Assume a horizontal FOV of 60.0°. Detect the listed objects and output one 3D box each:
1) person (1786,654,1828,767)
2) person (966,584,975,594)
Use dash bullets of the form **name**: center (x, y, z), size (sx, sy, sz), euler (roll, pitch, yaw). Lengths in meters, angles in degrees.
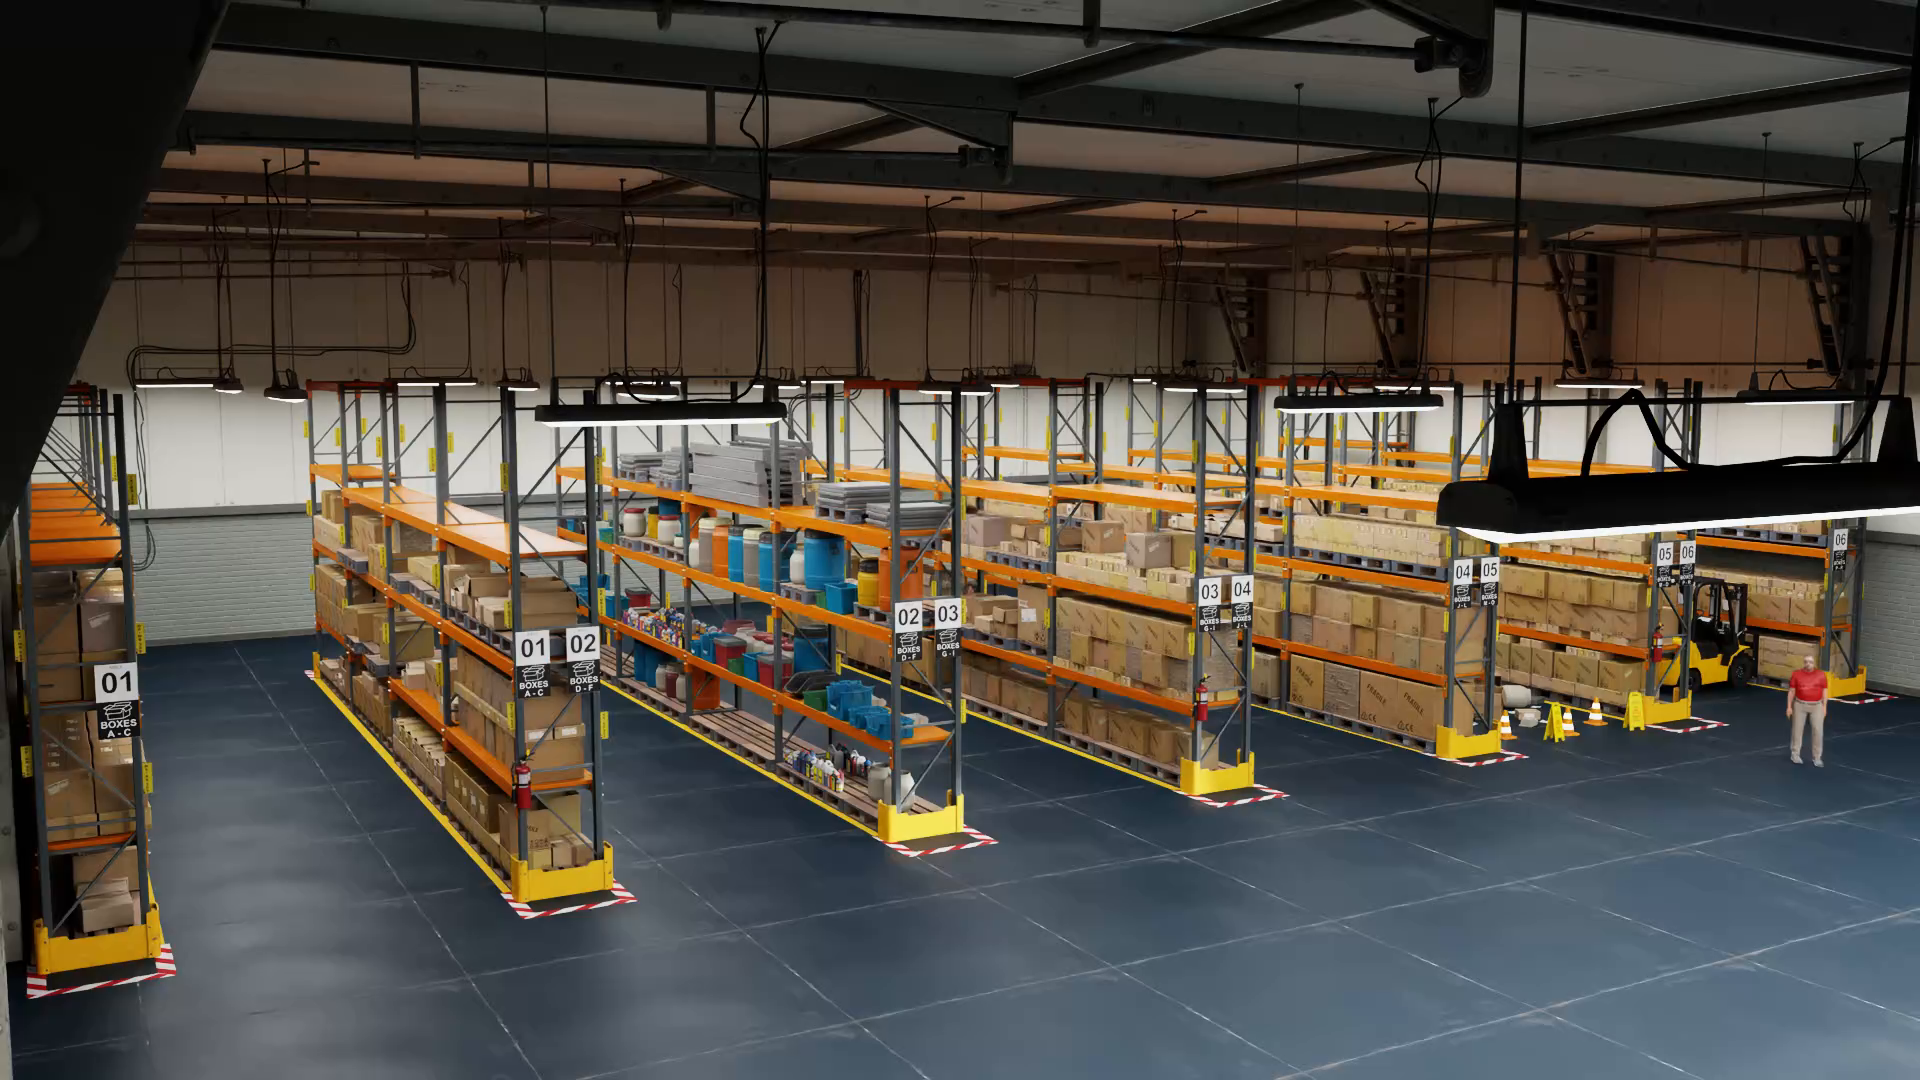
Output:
- **person**: center (13.399, 2.680, 26.309), size (0.574, 1.746, 0.397), euler (3, 7, 25)
- **person**: center (0.220, 1.682, 34.562), size (0.479, 1.525, 0.646), euler (-4, 7, -31)
